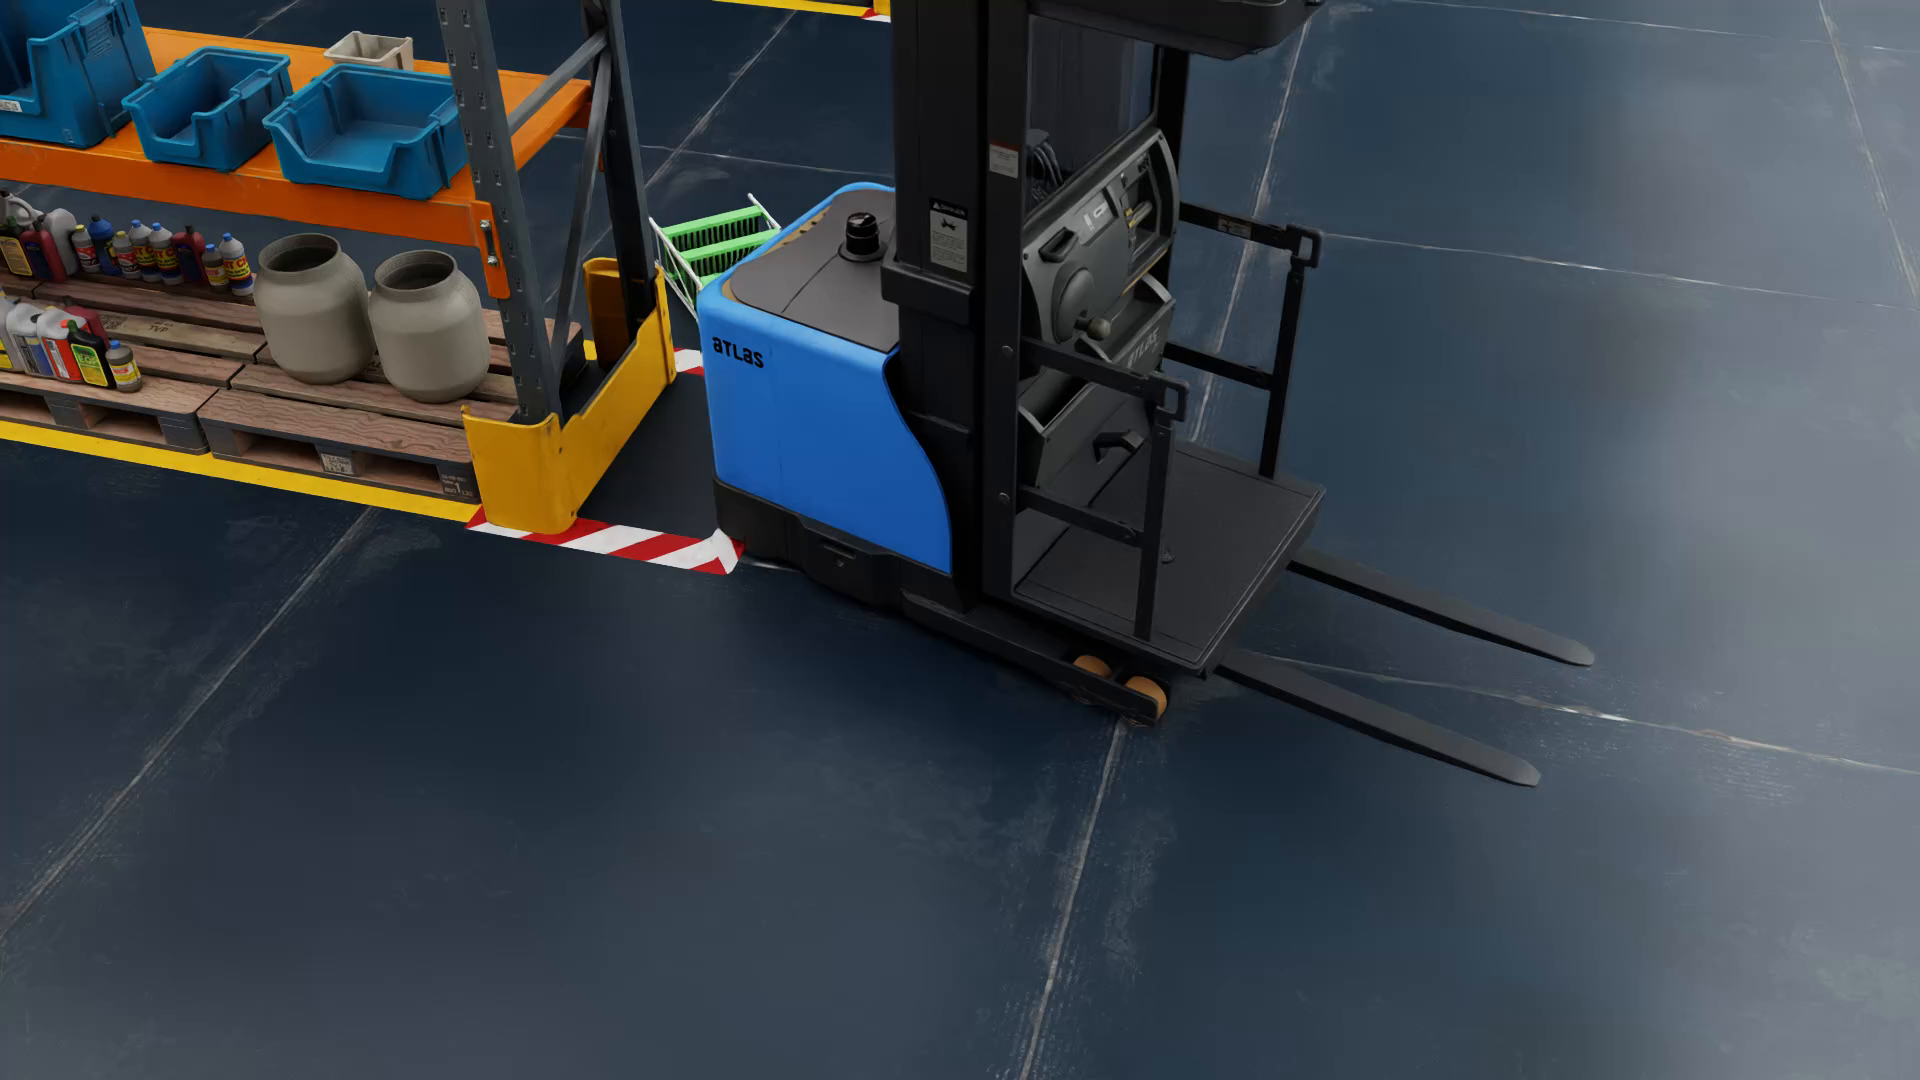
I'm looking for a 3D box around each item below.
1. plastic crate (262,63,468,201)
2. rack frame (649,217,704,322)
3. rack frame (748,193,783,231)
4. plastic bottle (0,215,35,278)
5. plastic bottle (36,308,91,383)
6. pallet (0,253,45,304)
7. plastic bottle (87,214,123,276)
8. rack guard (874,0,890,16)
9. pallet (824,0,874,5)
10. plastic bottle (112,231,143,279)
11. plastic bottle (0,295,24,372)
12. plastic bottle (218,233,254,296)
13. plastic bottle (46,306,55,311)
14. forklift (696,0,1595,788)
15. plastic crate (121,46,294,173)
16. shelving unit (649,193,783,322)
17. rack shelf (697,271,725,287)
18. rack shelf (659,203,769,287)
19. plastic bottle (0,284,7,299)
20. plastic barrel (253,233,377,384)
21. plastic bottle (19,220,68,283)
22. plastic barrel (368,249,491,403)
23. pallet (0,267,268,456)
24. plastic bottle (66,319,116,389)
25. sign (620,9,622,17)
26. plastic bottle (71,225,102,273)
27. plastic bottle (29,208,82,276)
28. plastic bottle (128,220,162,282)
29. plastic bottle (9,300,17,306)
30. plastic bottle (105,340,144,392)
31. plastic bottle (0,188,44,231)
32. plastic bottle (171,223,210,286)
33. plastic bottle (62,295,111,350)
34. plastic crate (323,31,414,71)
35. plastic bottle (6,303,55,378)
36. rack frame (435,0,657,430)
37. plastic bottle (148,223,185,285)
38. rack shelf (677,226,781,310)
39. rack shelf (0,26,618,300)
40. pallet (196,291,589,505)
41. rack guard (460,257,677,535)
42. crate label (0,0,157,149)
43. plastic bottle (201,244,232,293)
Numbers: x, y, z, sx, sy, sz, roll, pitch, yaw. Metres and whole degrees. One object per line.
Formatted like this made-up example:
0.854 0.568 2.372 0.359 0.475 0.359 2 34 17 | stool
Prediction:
-1.987 -1.406 5.708 0.616 0.251 0.499 10 41 11 | plastic crate
-1.138 -1.038 7.257 0.015 0.240 1.200 -19 43 -21 | rack frame
-0.706 -1.184 7.430 0.015 0.240 1.200 -19 43 -21 | rack frame
-4.097 -1.278 7.209 0.133 0.283 0.061 10 41 11 | plastic bottle
-3.550 -0.783 6.626 0.135 0.276 0.152 10 41 12 | plastic bottle
-4.652 -1.025 7.307 1.213 0.211 1.003 10 41 11 | pallet
-3.720 -1.292 7.235 0.097 0.271 0.097 0 40 0 | plastic bottle
-0.219 -3.698 10.265 0.348 0.500 1.175 10 41 11 | rack guard
-0.994 -3.745 10.545 1.213 0.211 1.003 10 41 11 | pallet
-3.620 -1.248 7.237 0.097 0.201 0.097 0 40 0 | plastic bottle
-3.845 -0.860 6.659 0.185 0.351 0.144 11 41 13 | plastic bottle
-3.097 -1.185 7.107 0.097 0.271 0.097 0 40 0 | plastic bottle
-3.669 -0.858 6.773 0.097 0.201 0.097 0 40 0 | plastic bottle
0.620 -0.897 5.039 3.031 2.935 1.130 21 45 23 | forklift
-2.612 -1.518 5.840 0.408 0.251 0.499 10 41 11 | plastic crate
-0.922 -1.111 7.344 0.503 0.258 1.200 -19 43 -21 | shelving unit
-0.892 -1.074 7.300 0.480 0.258 0.148 -19 43 -21 | rack shelf
-1.115 -1.348 7.626 0.480 0.258 0.148 -19 43 -21 | rack shelf
-4.010 -0.958 6.835 0.135 0.276 0.152 10 41 11 | plastic bottle
-2.565 -0.919 6.620 0.421 0.512 0.421 0 40 0 | plastic barrel
-3.967 -1.250 7.176 0.133 0.283 0.061 10 41 11 | plastic bottle
-2.081 -0.836 6.521 0.421 0.512 0.421 0 40 0 | plastic barrel
-3.470 -0.824 7.067 1.213 0.211 1.003 10 41 11 | pallet
-3.431 -0.735 6.563 0.133 0.283 0.061 11 41 12 | plastic bottle
-1.279 -2.013 6.099 0.005 0.325 0.100 10 41 11 | sign
-3.819 -1.282 7.278 0.097 0.201 0.097 0 40 0 | plastic bottle
-3.940 -1.313 7.257 0.135 0.276 0.152 10 41 12 | plastic bottle
-3.524 -1.258 7.195 0.097 0.271 0.097 0 40 0 | plastic bottle
-3.856 -0.885 6.805 0.097 0.201 0.097 0 40 0 | plastic bottle
-3.313 -0.696 6.580 0.097 0.201 0.097 0 40 0 | plastic bottle
-4.096 -1.371 7.268 0.185 0.351 0.144 10 41 11 | plastic bottle
-3.311 -1.238 7.162 0.133 0.283 0.061 10 41 12 | plastic bottle
-3.523 -0.852 6.702 0.133 0.283 0.061 10 41 11 | plastic bottle
-2.207 -1.814 6.282 0.250 0.136 0.298 10 41 11 | plastic crate
-3.684 -0.806 6.653 0.135 0.276 0.152 9 41 10 | plastic bottle
-1.426 -1.566 5.782 0.127 3.000 1.000 10 41 11 | rack frame
-3.428 -1.242 7.175 0.097 0.271 0.097 0 40 0 | plastic bottle
-1.004 -1.211 7.463 0.480 0.258 0.148 -19 43 -21 | rack shelf
-3.358 -1.623 6.409 4.000 0.370 1.077 10 41 11 | rack shelf
-2.295 -0.620 6.824 1.213 0.211 1.003 10 41 11 | pallet
-1.511 -0.592 6.566 0.348 0.500 1.175 10 41 11 | rack guard
-3.274 -1.717 5.935 0.616 0.435 0.502 10 41 11 | crate label
-3.197 -1.175 7.150 0.097 0.201 0.097 0 40 0 | plastic bottle
